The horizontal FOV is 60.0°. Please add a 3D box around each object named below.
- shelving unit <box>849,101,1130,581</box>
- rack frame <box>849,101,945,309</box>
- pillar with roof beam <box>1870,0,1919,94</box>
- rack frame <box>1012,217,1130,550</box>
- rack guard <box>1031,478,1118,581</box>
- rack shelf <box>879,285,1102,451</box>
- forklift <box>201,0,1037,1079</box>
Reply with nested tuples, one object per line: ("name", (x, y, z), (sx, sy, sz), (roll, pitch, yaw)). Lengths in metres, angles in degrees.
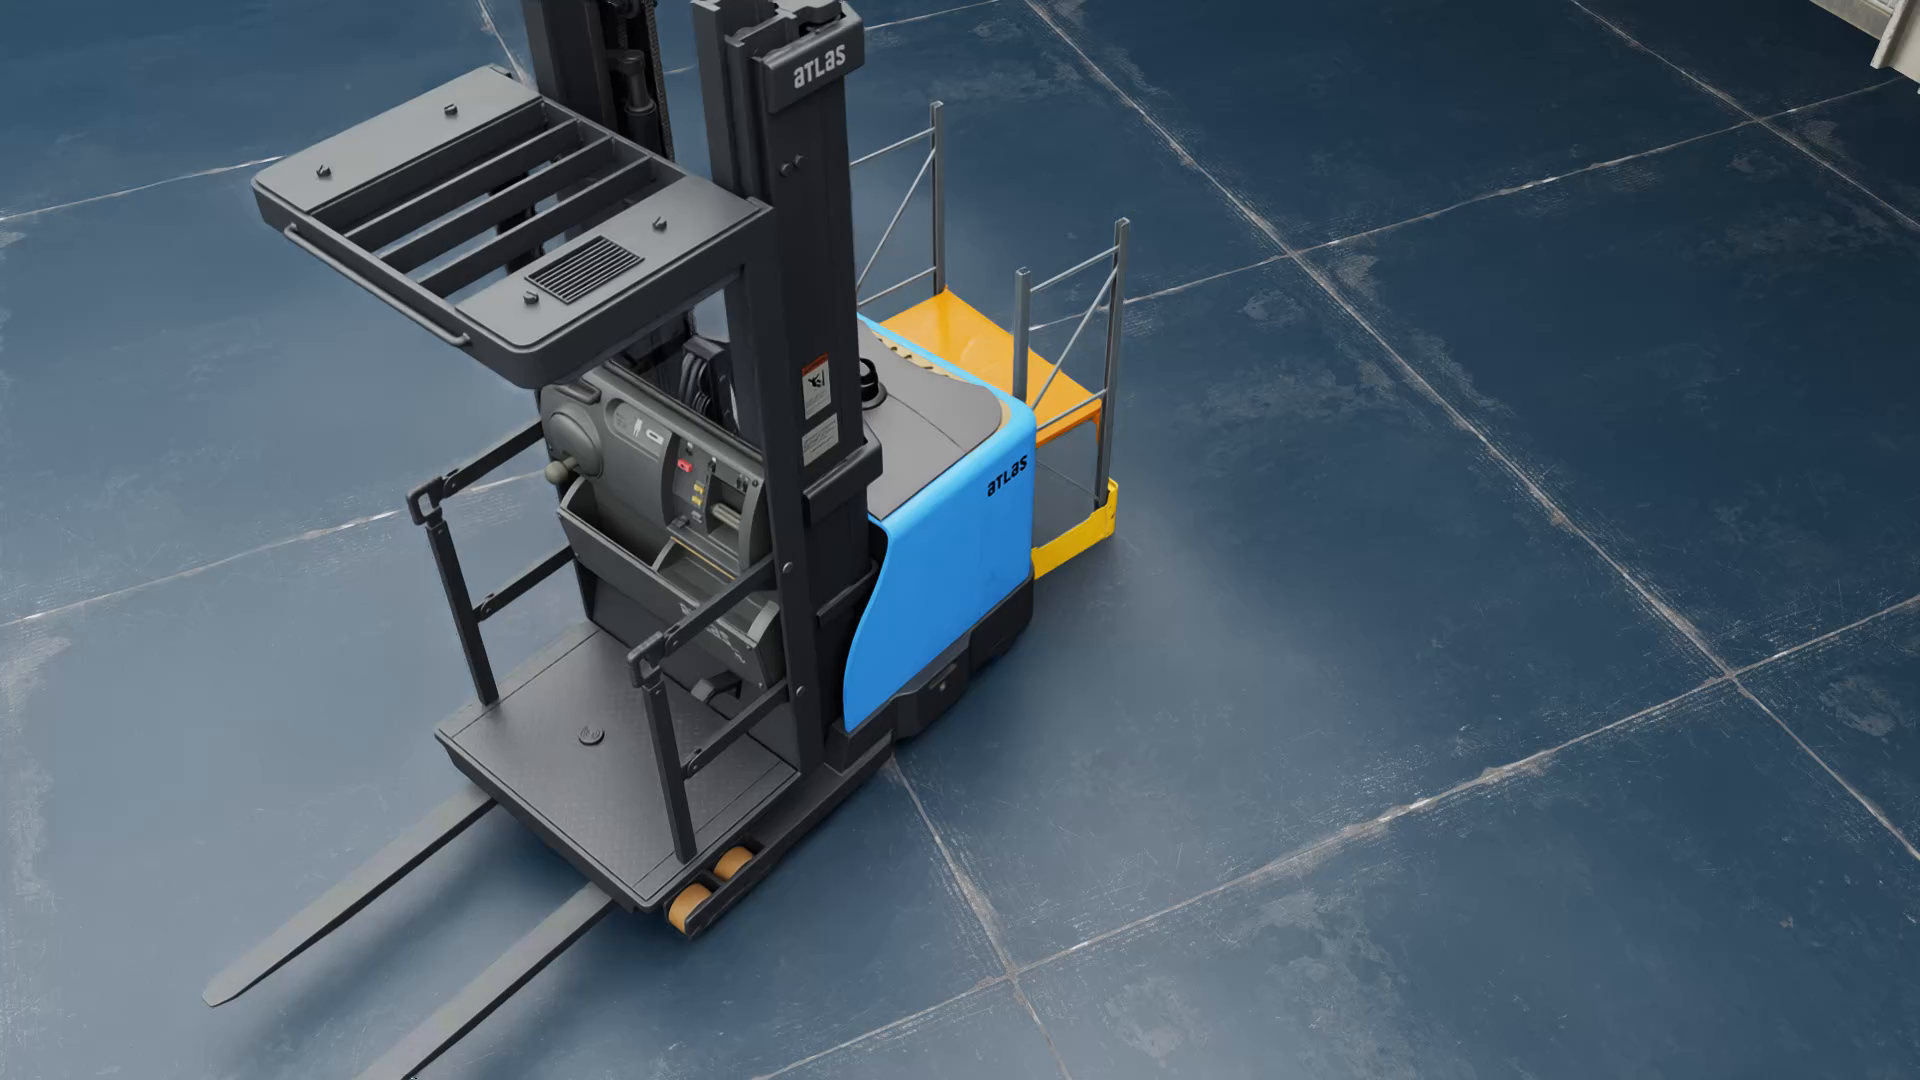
("shelving unit", (0.067, -0.731, 6.423), (0.587, 1.500, 1.083), (-30, 52, -27))
("rack frame", (-0.263, -1.011, 6.707), (0.500, 1.500, 0.032), (-30, 52, -27))
("pillar with roof beam", (1.516, -4.570, 4.975), (9.100, 9.000, 0.400), (-18, 47, -17))
("rack frame", (0.386, -0.461, 6.150), (0.500, 1.500, 0.032), (-30, 52, -27))
("rack guard", (0.385, -0.017, 6.589), (0.587, 0.250, 0.087), (-30, 52, -27))
("rack shelf", (0.061, -0.608, 6.554), (0.538, 0.185, 1.000), (-30, 52, -27))
("forklift", (-1.061, -0.159, 4.824), (1.130, 2.935, 3.031), (31, 52, 28))
